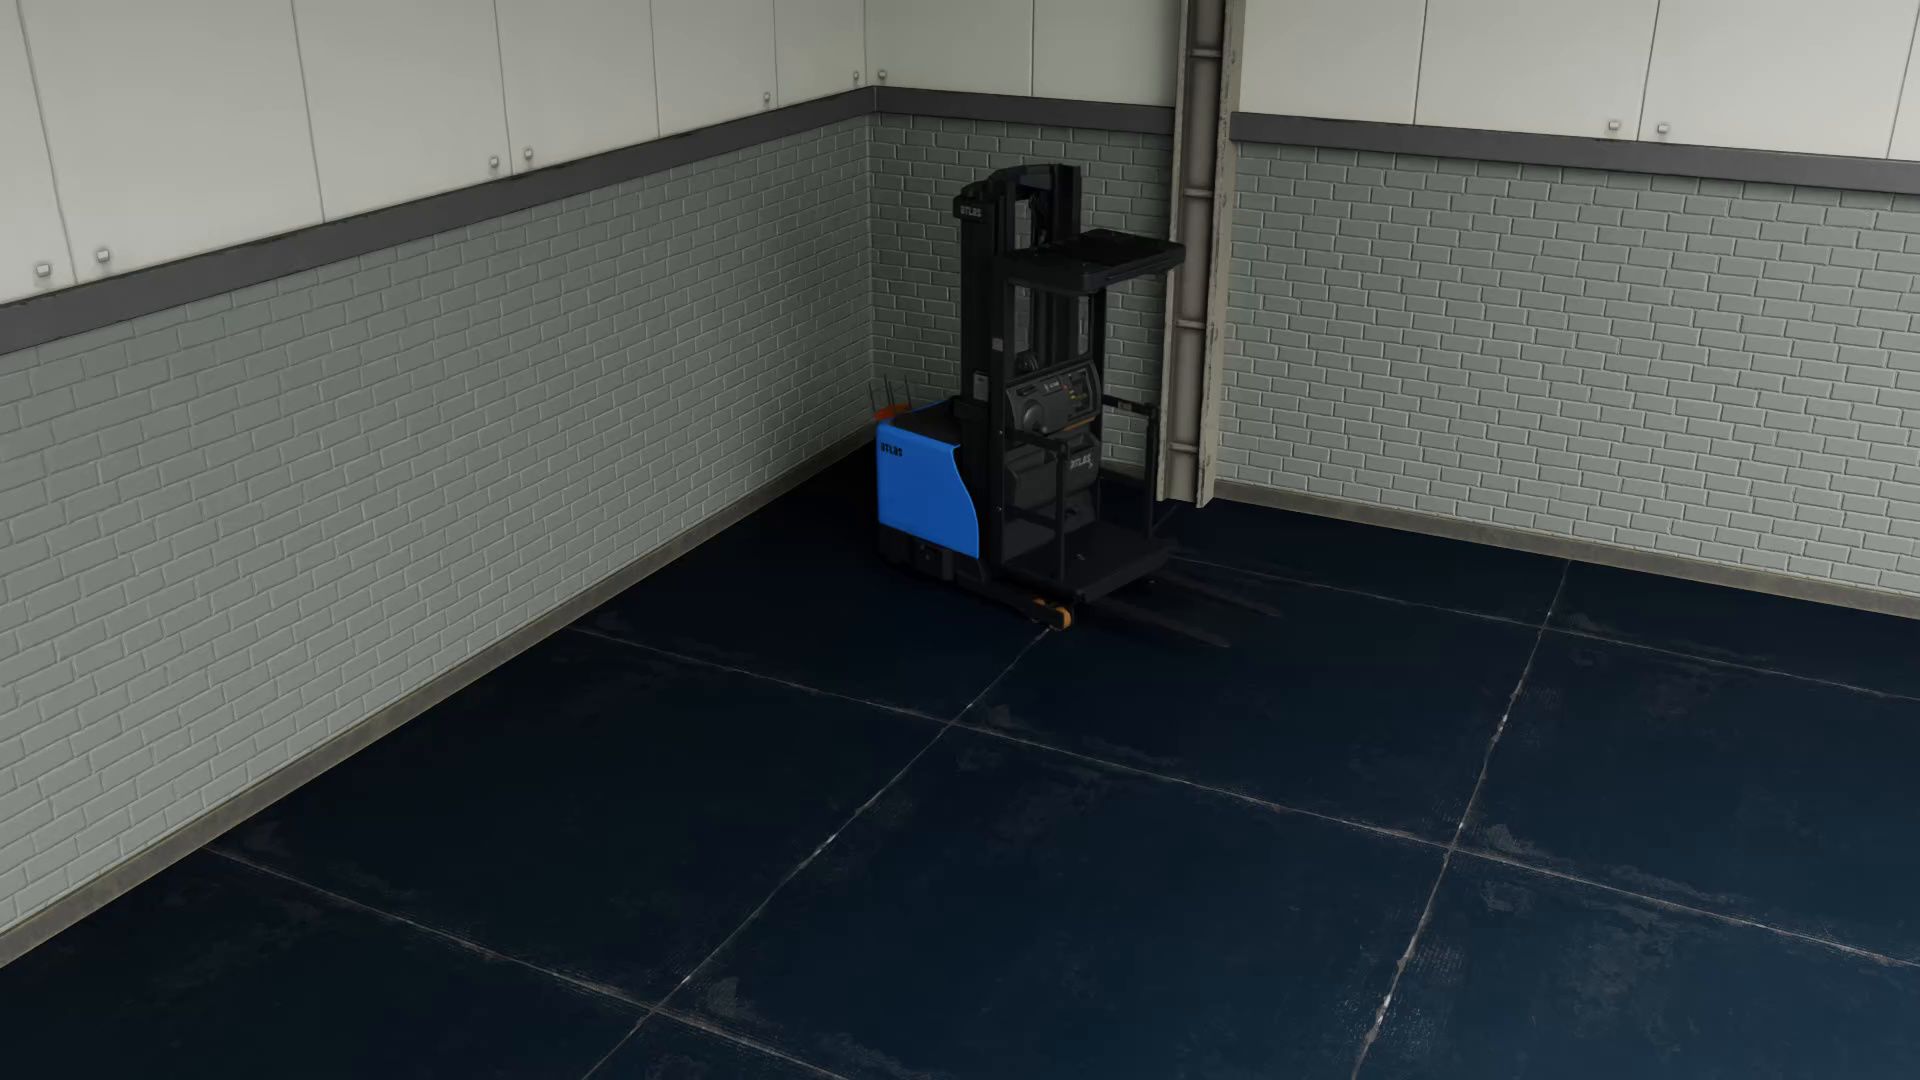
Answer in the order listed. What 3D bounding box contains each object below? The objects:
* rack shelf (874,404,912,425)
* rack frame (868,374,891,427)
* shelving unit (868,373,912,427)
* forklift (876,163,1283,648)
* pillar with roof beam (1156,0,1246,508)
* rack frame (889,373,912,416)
[{"bbox_3d":[-0.505,-0.958,12.658,0.180,0.103,0.258,1,21,31],"label":"rack shelf"},{"bbox_3d":[-0.532,-0.663,12.800,0.006,1.200,0.240,1,21,31],"label":"rack frame"},{"bbox_3d":[-0.454,-0.661,12.753,0.189,1.200,0.258,1,21,31],"label":"shelving unit"},{"bbox_3d":[0.803,-0.960,11.262,3.031,2.935,1.130,20,30,38],"label":"forklift"},{"bbox_3d":[-0.108,-2.981,8.261,0.400,9.000,9.100,11,25,25],"label":"pillar with roof beam"},{"bbox_3d":[-0.376,-0.660,12.705,0.006,1.200,0.240,1,21,31],"label":"rack frame"}]
